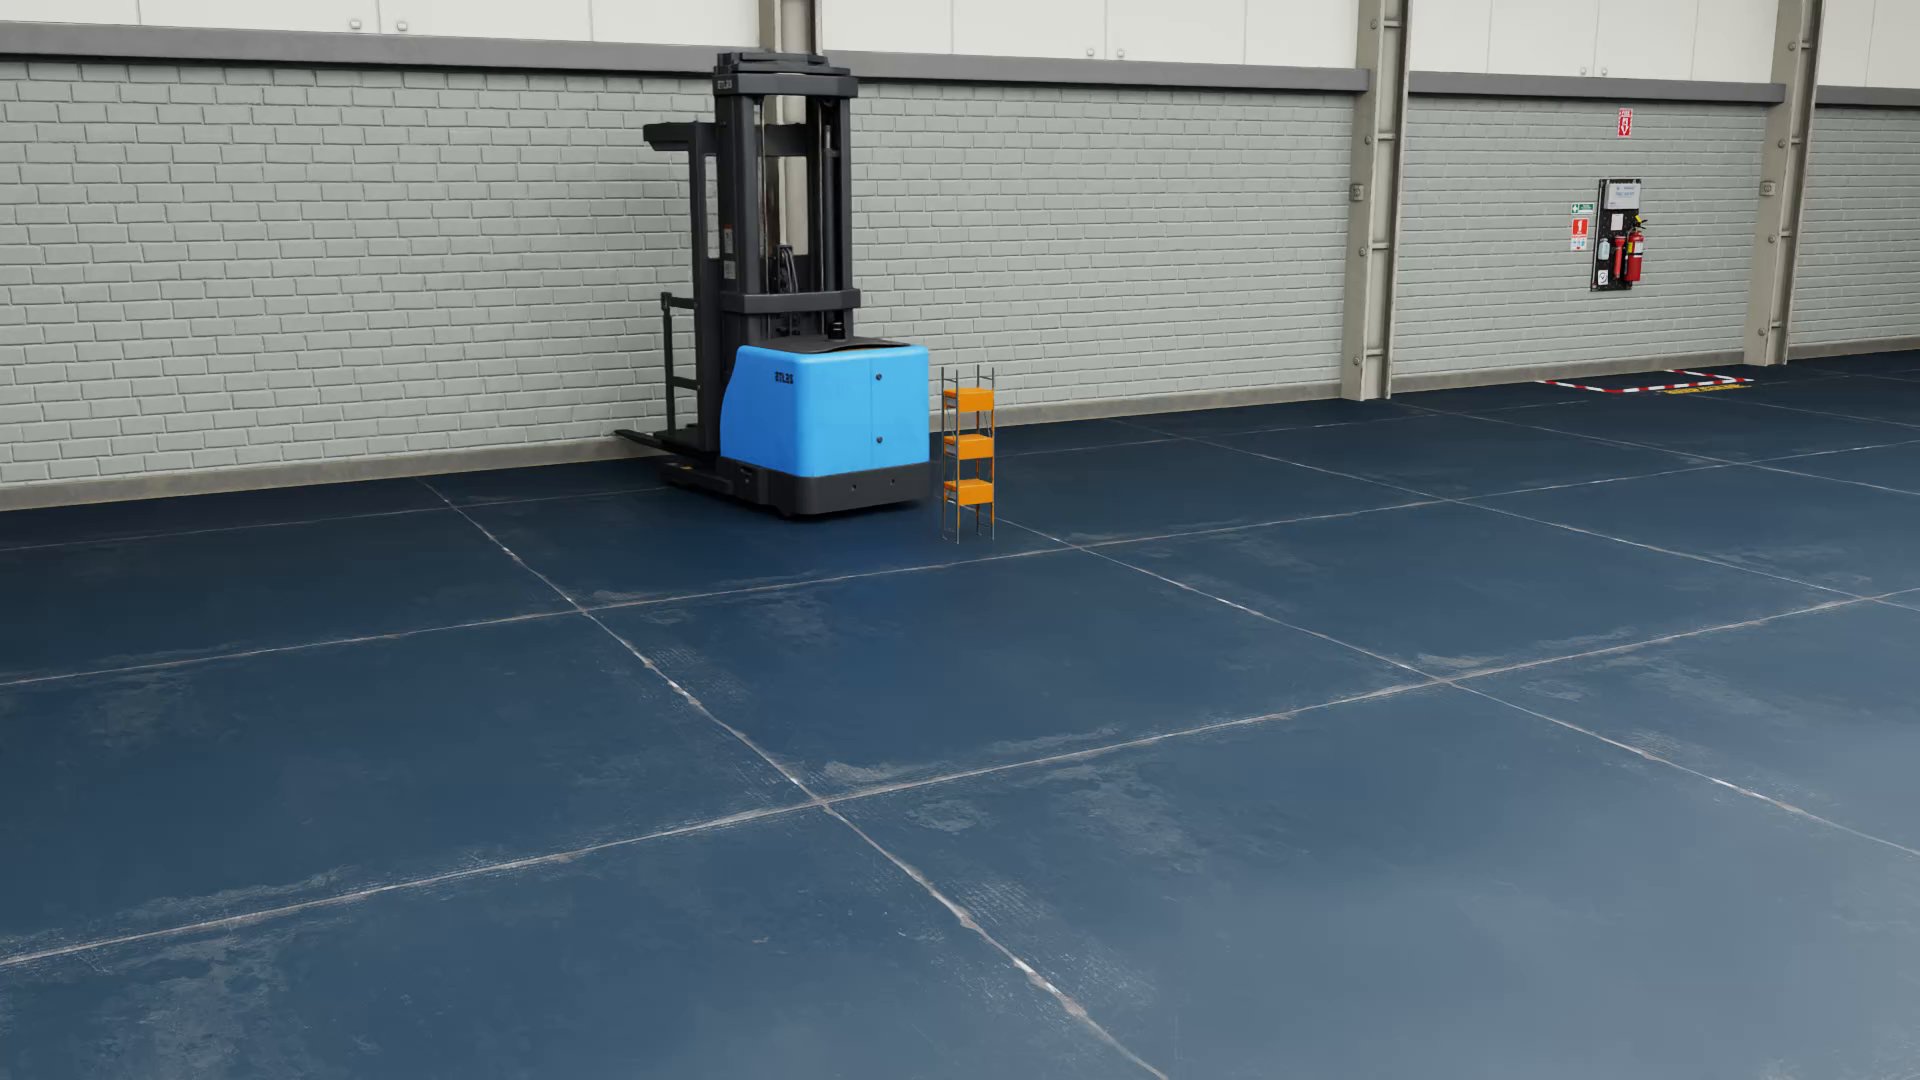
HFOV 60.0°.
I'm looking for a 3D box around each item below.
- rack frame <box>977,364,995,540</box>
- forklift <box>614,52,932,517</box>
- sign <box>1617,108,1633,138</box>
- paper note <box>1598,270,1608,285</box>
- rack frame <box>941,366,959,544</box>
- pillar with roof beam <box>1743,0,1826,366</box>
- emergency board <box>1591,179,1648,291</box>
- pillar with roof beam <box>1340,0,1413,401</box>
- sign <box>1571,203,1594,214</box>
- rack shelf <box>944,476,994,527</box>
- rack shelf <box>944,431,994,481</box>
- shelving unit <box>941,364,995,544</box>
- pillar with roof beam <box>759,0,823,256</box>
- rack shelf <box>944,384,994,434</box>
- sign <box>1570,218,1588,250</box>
[{"bbox_3d":[0.154,-0.531,10.076,0.008,1.050,0.200,-7,14,-28],"label":"rack frame"},{"bbox_3d":[-1.488,-1.843,11.621,1.130,2.935,3.031,-10,16,-37],"label":"forklift"},{"bbox_3d":[6.990,-4.383,17.475,0.199,0.298,0.001,-7,14,-28],"label":"sign"},{"bbox_3d":[6.856,-2.799,17.721,0.142,0.148,0.016,-7,14,-28],"label":"paper note"},{"bbox_3d":[-0.060,-0.505,9.962,0.008,1.050,0.200,-7,14,-28],"label":"rack frame"},{"bbox_3d":[11.295,-5.584,14.425,0.400,9.000,9.100,-7,14,-28],"label":"pillar with roof beam"},{"bbox_3d":[7.044,-3.234,17.648,0.643,1.169,0.194,-7,14,-28],"label":"emergency board"},{"bbox_3d":[6.028,-4.953,11.620,0.400,9.000,9.100,-7,14,-28],"label":"pillar with roof beam"},{"bbox_3d":[6.518,-3.471,17.410,0.331,0.109,0.001,-7,14,-28],"label":"sign"},{"bbox_3d":[0.047,-0.236,10.082,0.240,0.259,0.215,-7,14,-28],"label":"rack shelf"},{"bbox_3d":[0.047,-0.507,10.021,0.240,0.259,0.215,-7,14,-28],"label":"rack shelf"},{"bbox_3d":[0.047,-0.518,10.019,0.252,1.050,0.215,-7,14,-28],"label":"shelving unit"},{"bbox_3d":[0.762,-4.321,8.816,0.400,9.000,9.100,-7,14,-28],"label":"pillar with roof beam"},{"bbox_3d":[0.047,-0.784,9.959,0.240,0.259,0.215,-7,14,-28],"label":"rack shelf"},{"bbox_3d":[6.510,-3.213,17.474,0.234,0.329,0.001,-7,14,-28],"label":"sign"}]
